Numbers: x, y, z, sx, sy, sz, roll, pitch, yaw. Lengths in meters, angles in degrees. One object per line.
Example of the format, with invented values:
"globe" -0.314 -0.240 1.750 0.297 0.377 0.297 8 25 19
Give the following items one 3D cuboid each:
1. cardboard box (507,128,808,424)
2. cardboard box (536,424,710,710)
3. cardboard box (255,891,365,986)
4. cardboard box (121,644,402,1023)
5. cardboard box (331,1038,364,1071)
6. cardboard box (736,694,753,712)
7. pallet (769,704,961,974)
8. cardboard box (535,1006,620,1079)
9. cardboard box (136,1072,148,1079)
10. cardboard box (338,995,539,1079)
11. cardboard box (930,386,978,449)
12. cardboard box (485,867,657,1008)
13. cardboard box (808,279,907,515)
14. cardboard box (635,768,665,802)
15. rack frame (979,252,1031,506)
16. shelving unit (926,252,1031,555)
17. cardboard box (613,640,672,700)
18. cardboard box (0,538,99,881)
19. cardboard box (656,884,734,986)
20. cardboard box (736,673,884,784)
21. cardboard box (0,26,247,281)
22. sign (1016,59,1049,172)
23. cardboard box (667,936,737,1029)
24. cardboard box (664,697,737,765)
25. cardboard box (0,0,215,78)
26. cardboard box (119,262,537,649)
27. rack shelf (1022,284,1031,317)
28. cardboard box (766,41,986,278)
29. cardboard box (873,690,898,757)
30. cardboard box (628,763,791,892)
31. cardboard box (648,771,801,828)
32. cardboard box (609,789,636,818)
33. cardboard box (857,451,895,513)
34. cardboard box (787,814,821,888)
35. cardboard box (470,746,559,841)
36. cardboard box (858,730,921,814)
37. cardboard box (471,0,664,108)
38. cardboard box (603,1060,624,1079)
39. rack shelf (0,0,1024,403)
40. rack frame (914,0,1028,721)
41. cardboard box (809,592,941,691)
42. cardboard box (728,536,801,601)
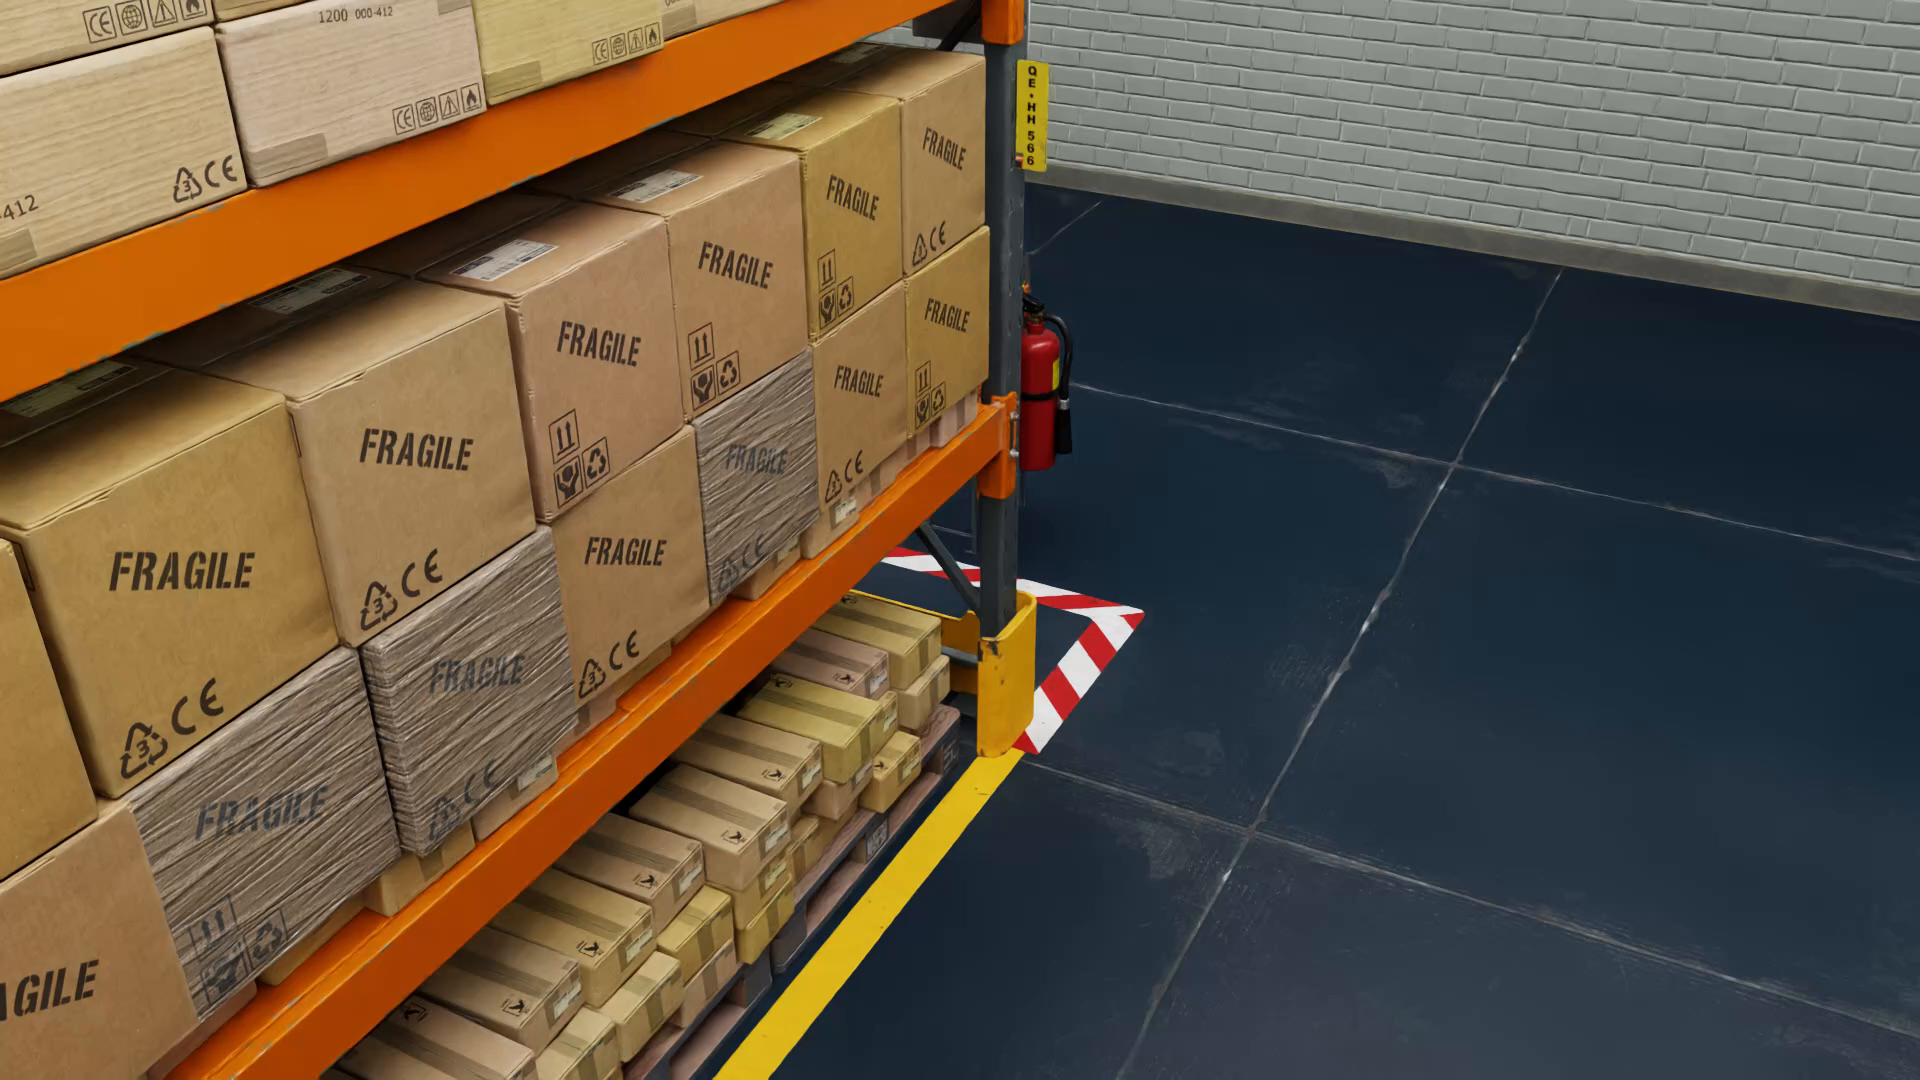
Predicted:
"cardboard box" -0.717 -0.647 3.962 0.500 0.500 0.500 16 34 26
"cardboard box" -0.944 0.000 3.838 0.500 0.500 0.500 16 34 26
"cardboard box" -1.417 0.693 3.284 0.380 0.149 0.250 13 32 21
"cardboard box" -1.424 0.460 3.038 0.500 0.500 0.500 14 33 23
"cardboard box" -1.713 1.277 4.156 0.380 0.149 0.250 15 33 24
"cardboard box" -0.841 0.591 5.650 0.380 0.149 0.250 14 33 23
"pallet" -0.707 0.837 5.580 1.003 0.211 1.213 14 33 23
"cardboard box" -1.085 1.271 4.167 0.380 0.149 0.250 14 33 23
"cardboard box" -1.621 0.942 2.850 0.380 0.149 0.250 15 33 25
"cardboard box" -1.215 1.259 3.889 0.380 0.149 0.250 15 33 24
"cardboard box" -0.167 -0.440 5.257 0.380 0.149 0.250 14 33 23
"cardboard box" -1.017 1.019 4.307 0.380 0.149 0.250 14 33 24
"cardboard box" -0.485 -0.445 4.614 0.500 0.500 0.500 14 33 22
"cardboard box" -1.162 0.791 5.302 0.380 0.149 0.250 15 33 24
"rack frame" 0.187 -0.702 7.267 0.240 1.200 0.015 14 33 23
"shelving unit" 0.075 -0.594 7.079 0.258 1.200 0.503 14 33 23
"cardboard box" -0.939 0.232 4.086 0.380 0.149 0.250 15 33 24
"cardboard box" -1.670 0.265 2.374 0.500 0.500 0.500 15 33 24
"cardboard box" -0.850 1.039 4.571 0.380 0.149 0.250 16 34 26
"cardboard box" -0.457 0.573 5.084 0.380 0.149 0.250 14 33 22
"cardboard box" -1.427 -0.590 2.403 0.500 0.250 0.500 14 33 23
"sign" 0.214 -1.262 4.956 0.100 0.325 0.005 14 33 23
"cardboard box" -0.852 1.168 4.645 0.380 0.149 0.250 15 33 24
"cardboard box" -0.945 0.579 5.373 0.380 0.149 0.250 15 33 24
"cardboard box" -1.429 -0.816 2.295 0.500 0.250 0.500 14 33 23
"cardboard box" -1.191 -0.185 3.157 0.500 0.500 0.500 15 33 24
"rack shelf" 0.075 -0.934 6.883 0.258 0.148 0.480 14 33 23
"cardboard box" -0.258 -1.104 4.758 0.500 0.500 0.500 14 33 22
"cardboard box" -0.424 0.570 5.388 0.380 0.149 0.250 14 33 22
"cardboard box" -0.704 0.805 4.680 0.380 0.149 0.250 16 33 25
"cardboard box" -0.706 0.793 5.000 0.380 0.149 0.250 14 33 23
"cardboard box" -1.195 0.807 4.975 0.380 0.149 0.250 13 32 21
"cardboard box" -0.415 -0.224 4.880 0.380 0.149 0.250 14 33 23
"cardboard box" -0.650 0.924 5.070 0.380 0.149 0.250 15 33 24
"cardboard box" -1.116 0.478 3.657 0.380 0.149 0.250 16 33 25
"cardboard box" -0.352 0.714 5.435 0.380 0.149 0.250 15 33 25
"cardboard box" -0.931 -1.047 3.199 0.500 0.250 0.500 16 33 25
"cardboard box" -1.086 1.397 4.247 0.380 0.149 0.250 13 32 22
"rack shelf" -1.182 -0.860 3.446 1.077 0.370 4.000 14 33 23
"rack frame" -0.271 -0.758 5.557 1.000 3.000 0.127 14 33 23
"cardboard box" -0.286 0.331 5.506 0.380 0.149 0.250 15 33 24
"cardboard box" -0.657 0.005 4.482 0.380 0.149 0.250 13 32 21
